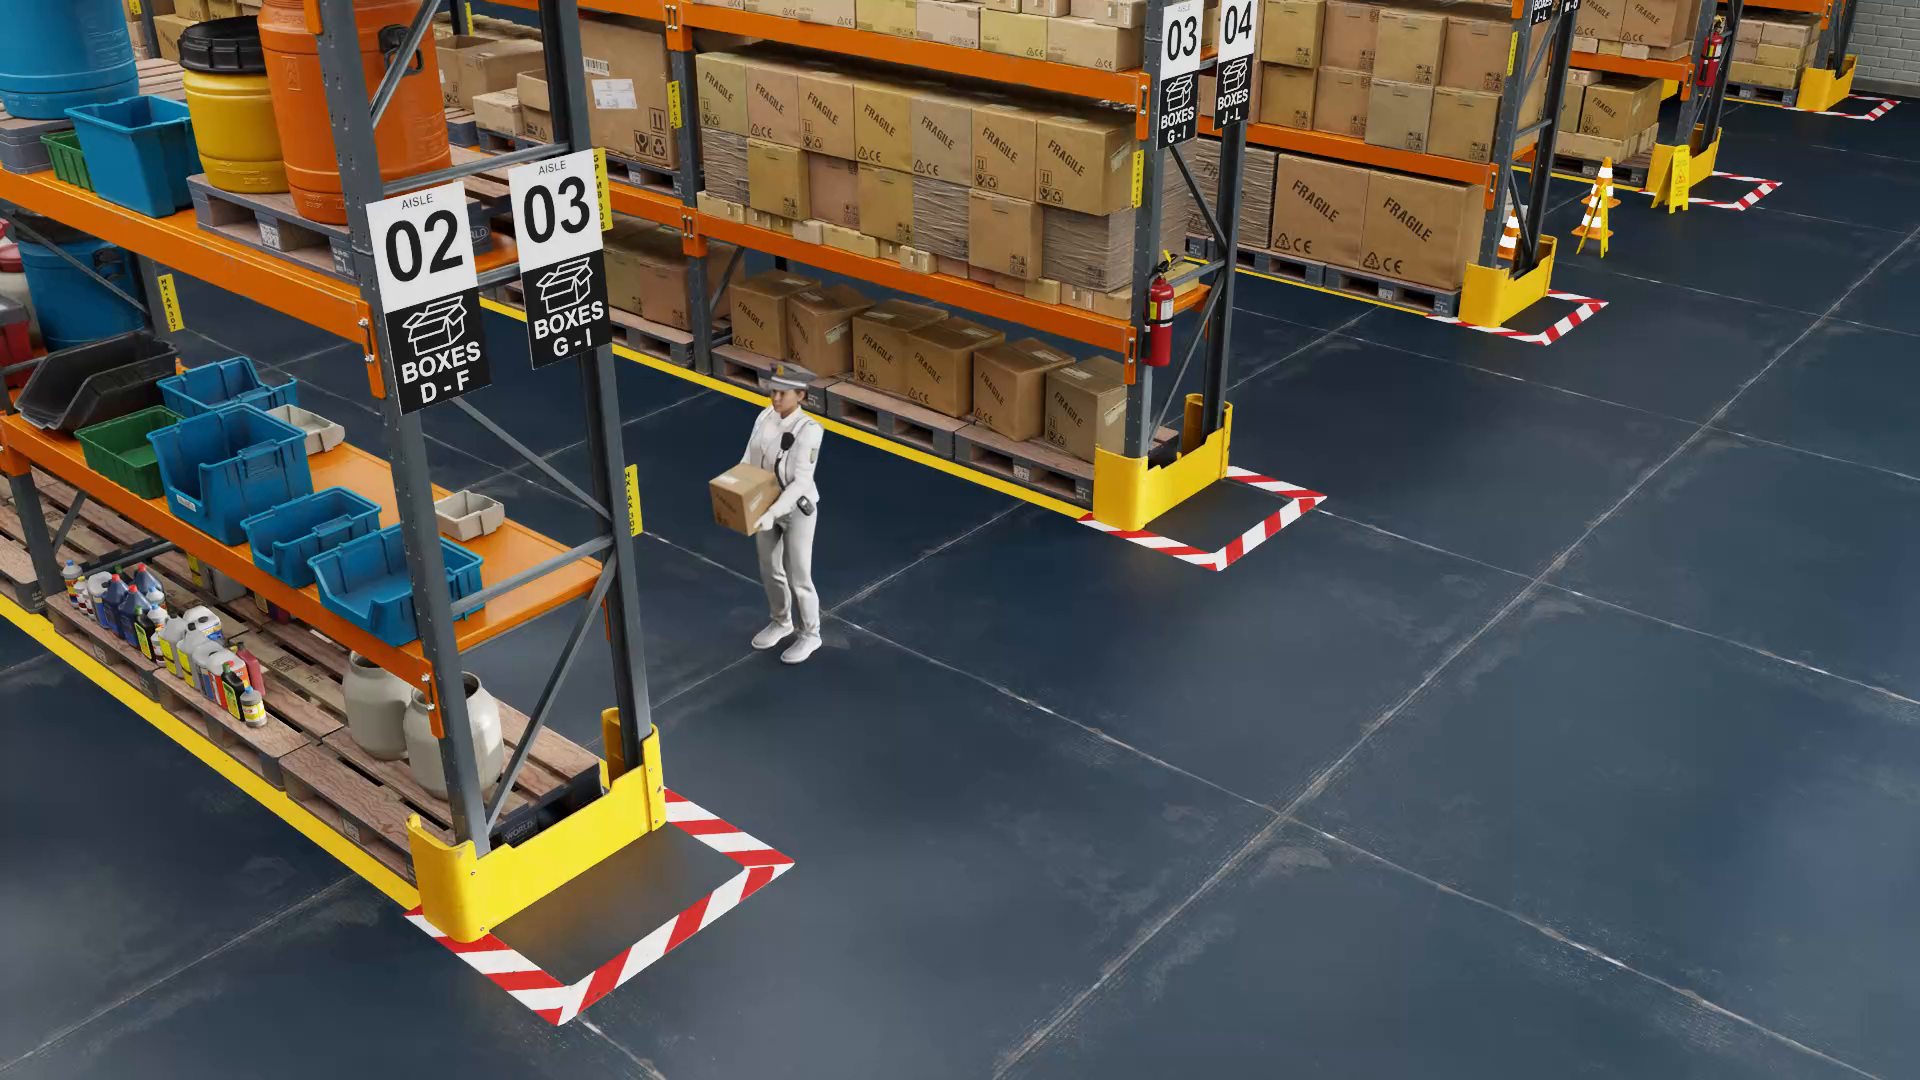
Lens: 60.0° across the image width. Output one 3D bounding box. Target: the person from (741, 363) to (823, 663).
[{"bbox_3d":[-0.981,-0.138,8.856,0.460,1.686,0.564,21,34,35],"label":"person"}]
